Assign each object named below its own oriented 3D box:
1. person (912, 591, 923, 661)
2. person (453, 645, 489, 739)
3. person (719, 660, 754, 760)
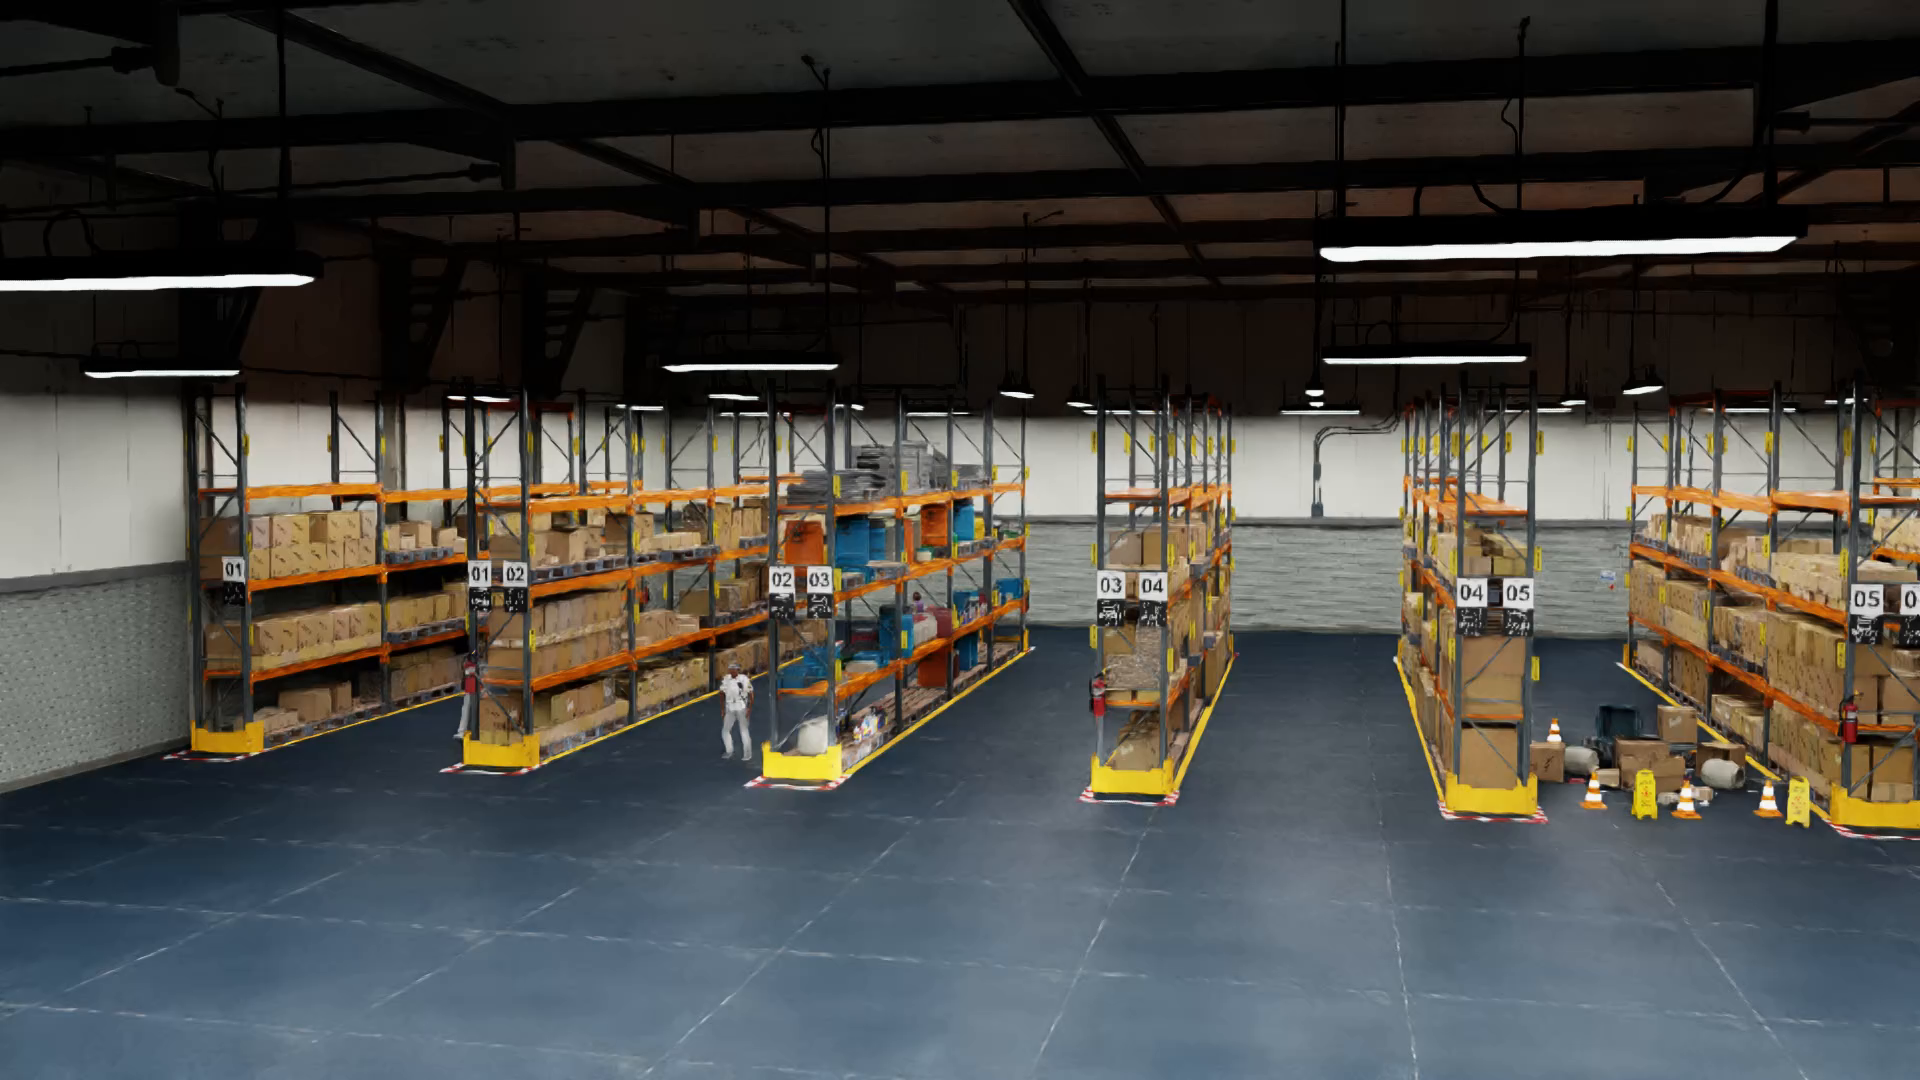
[{"bbox_3d":[-0.998,2.009,38.605,0.355,1.555,0.525,1,4,22],"label":"person"},{"bbox_3d":[-8.259,2.563,28.450,0.445,1.590,1.110,1,3,10],"label":"person"},{"bbox_3d":[-3.541,2.687,26.375,0.592,1.629,0.531,1,3,11],"label":"person"}]
